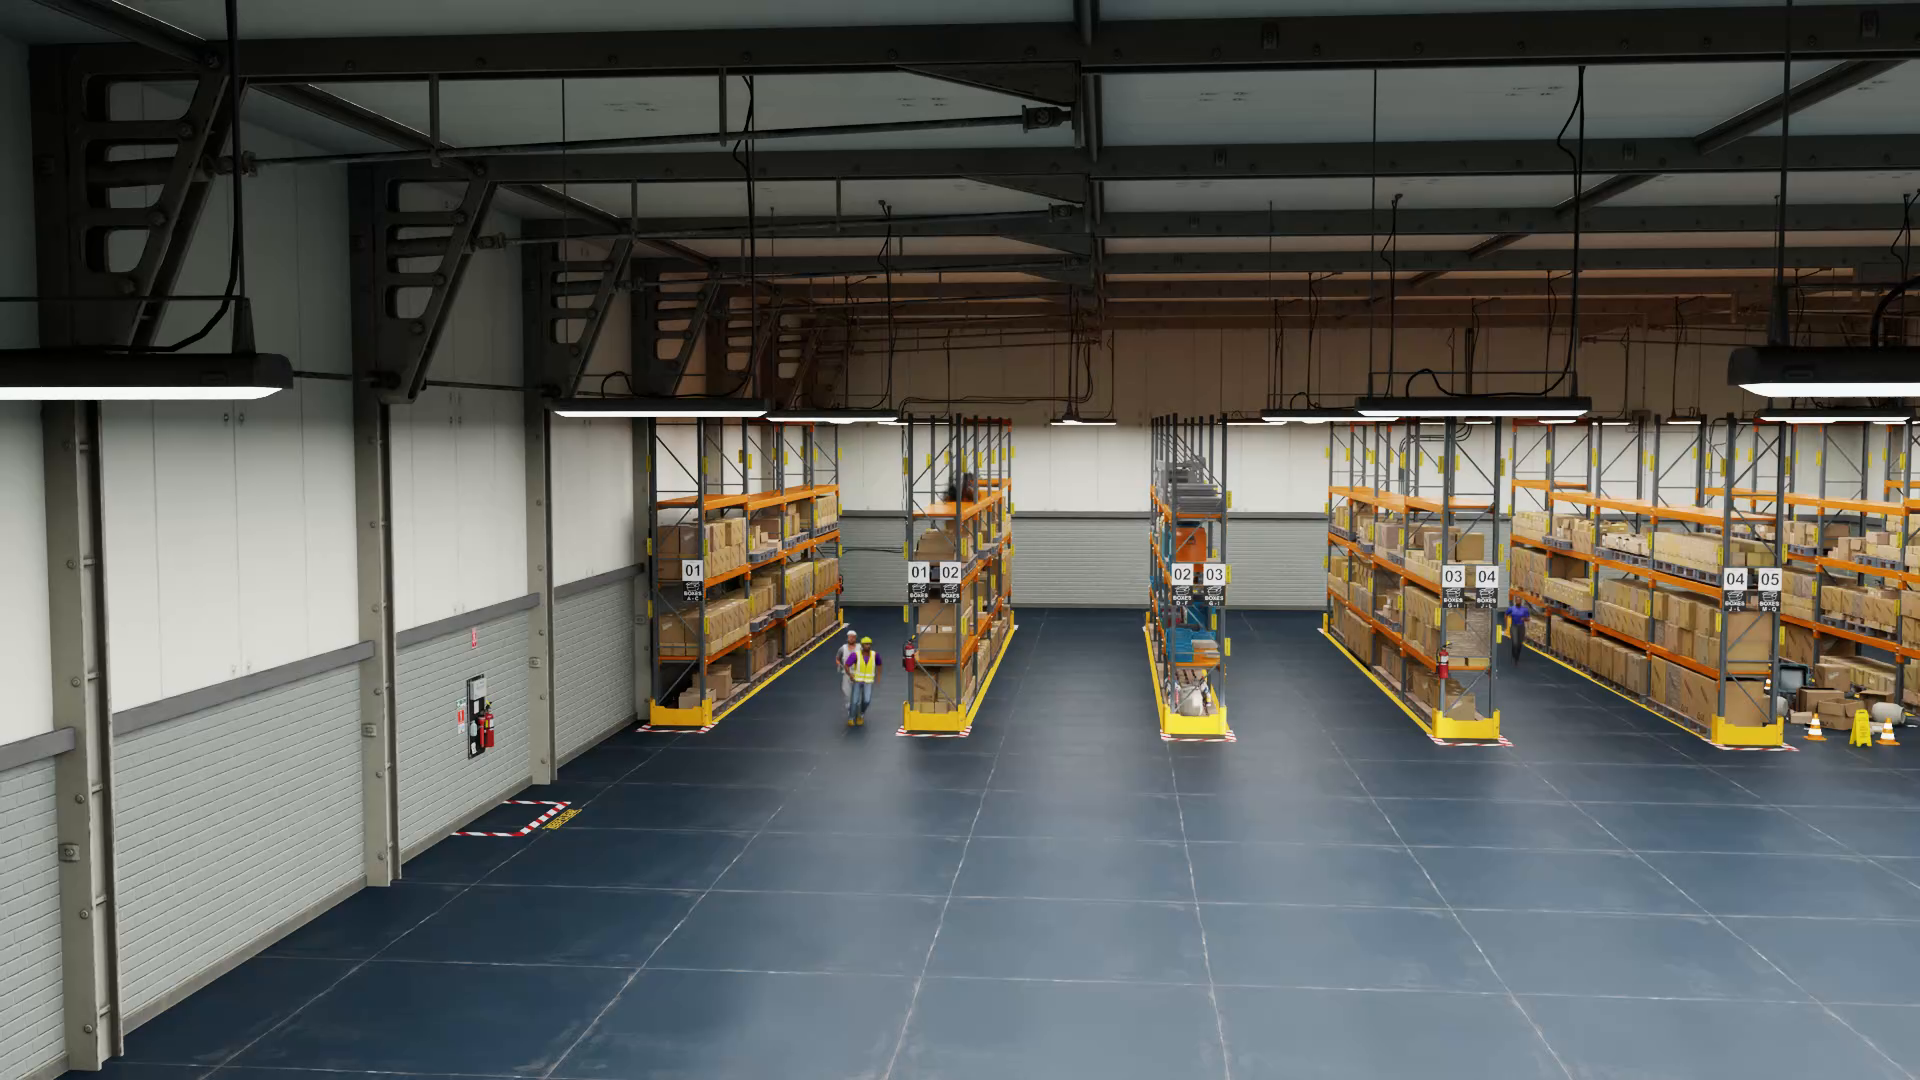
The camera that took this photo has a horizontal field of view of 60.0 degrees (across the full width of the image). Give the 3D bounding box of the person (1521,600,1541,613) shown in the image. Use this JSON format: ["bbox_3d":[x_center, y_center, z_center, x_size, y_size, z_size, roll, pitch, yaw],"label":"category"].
[{"bbox_3d":[16.269,1.652,47.324,0.906,1.806,0.715,0,4,6],"label":"person"}]

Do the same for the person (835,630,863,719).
[{"bbox_3d":[-2.129,2.649,32.710,0.654,1.739,0.608,0,4,-1],"label":"person"}]

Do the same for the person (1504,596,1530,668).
[{"bbox_3d":[13.427,2.200,40.063,0.549,1.715,0.777,0,4,4],"label":"person"}]

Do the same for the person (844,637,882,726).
[{"bbox_3d":[-1.844,2.713,31.892,0.765,1.706,0.588,-1,4,-10],"label":"person"}]
